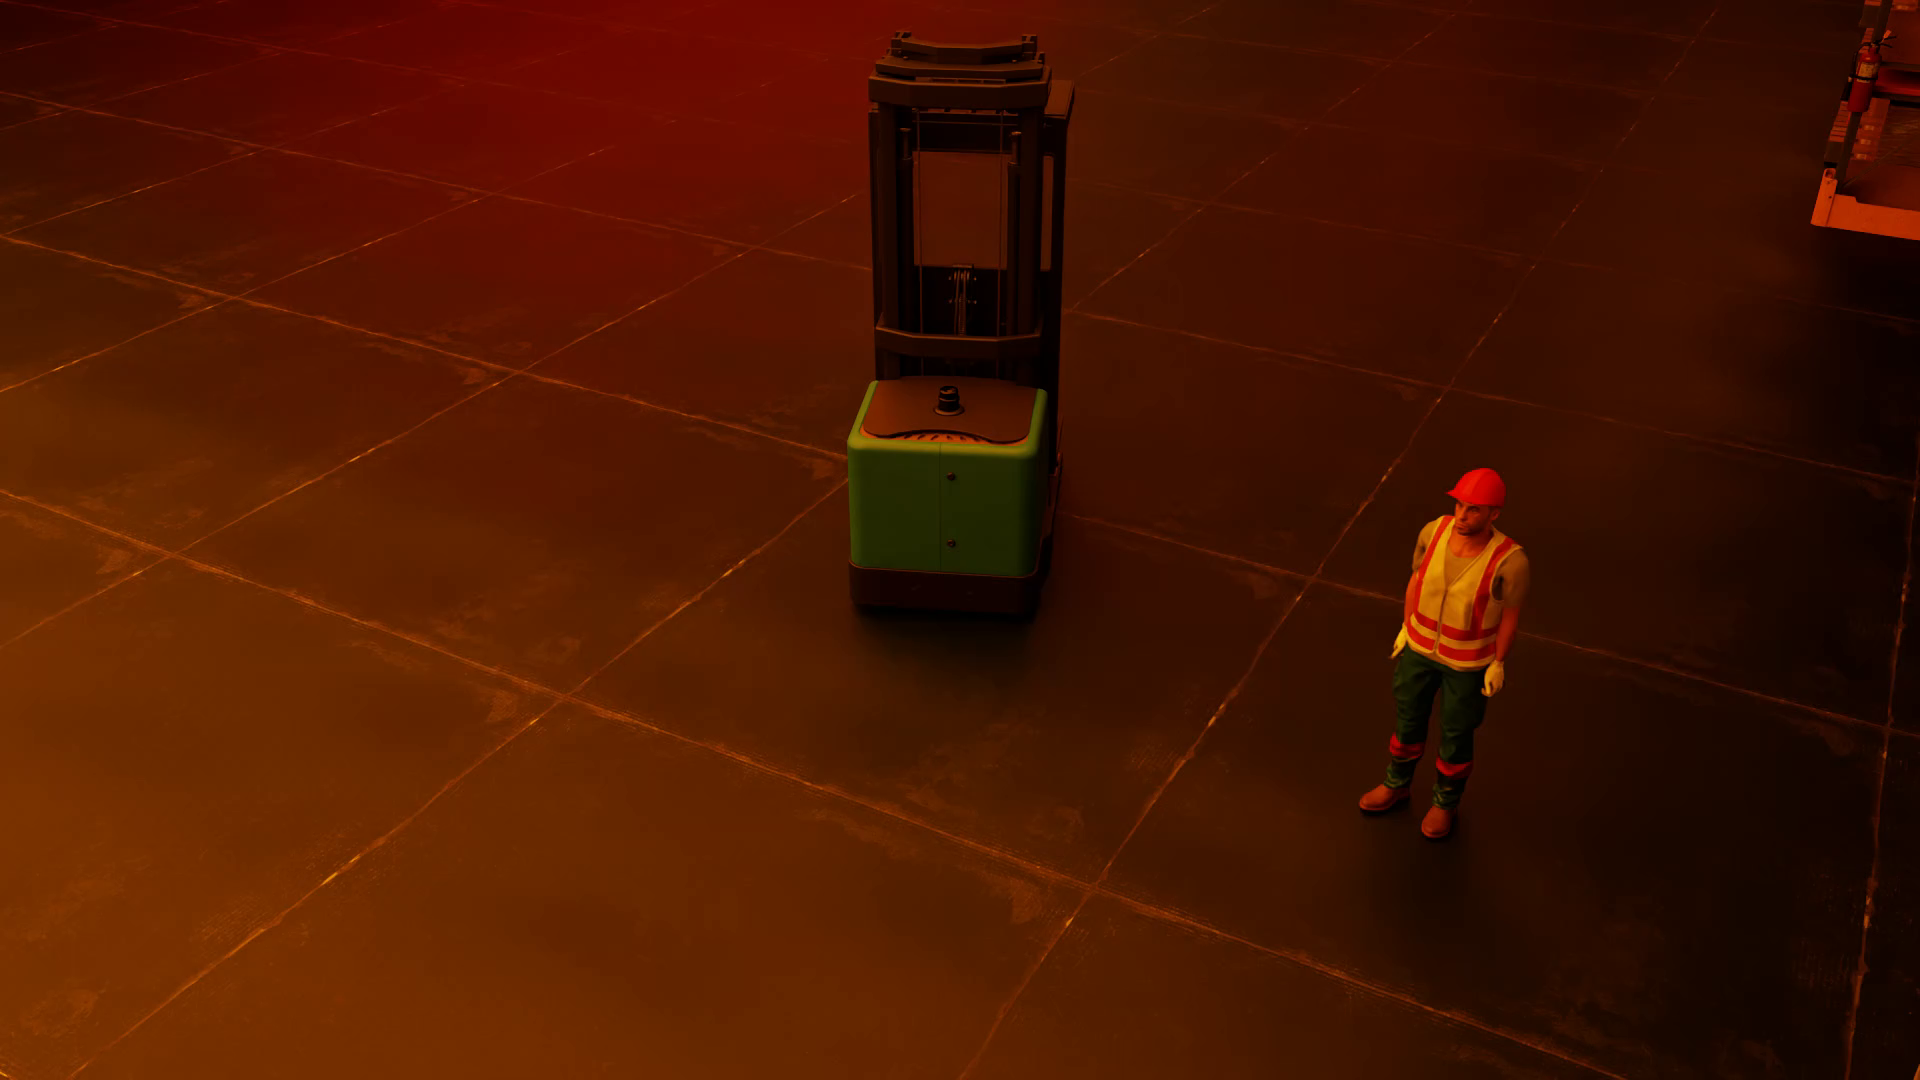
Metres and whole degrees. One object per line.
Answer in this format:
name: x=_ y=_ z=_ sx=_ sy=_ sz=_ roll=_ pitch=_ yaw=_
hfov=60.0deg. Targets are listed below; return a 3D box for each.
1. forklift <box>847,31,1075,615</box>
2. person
forklift: x=0.072 y=-1.572 z=9.794 sx=1.130 sy=2.935 sz=3.031 roll=3 pitch=30 yaw=6
person: x=2.155 y=0.503 z=7.342 sx=0.525 sy=1.795 sz=0.368 roll=23 pitch=37 yaw=34
